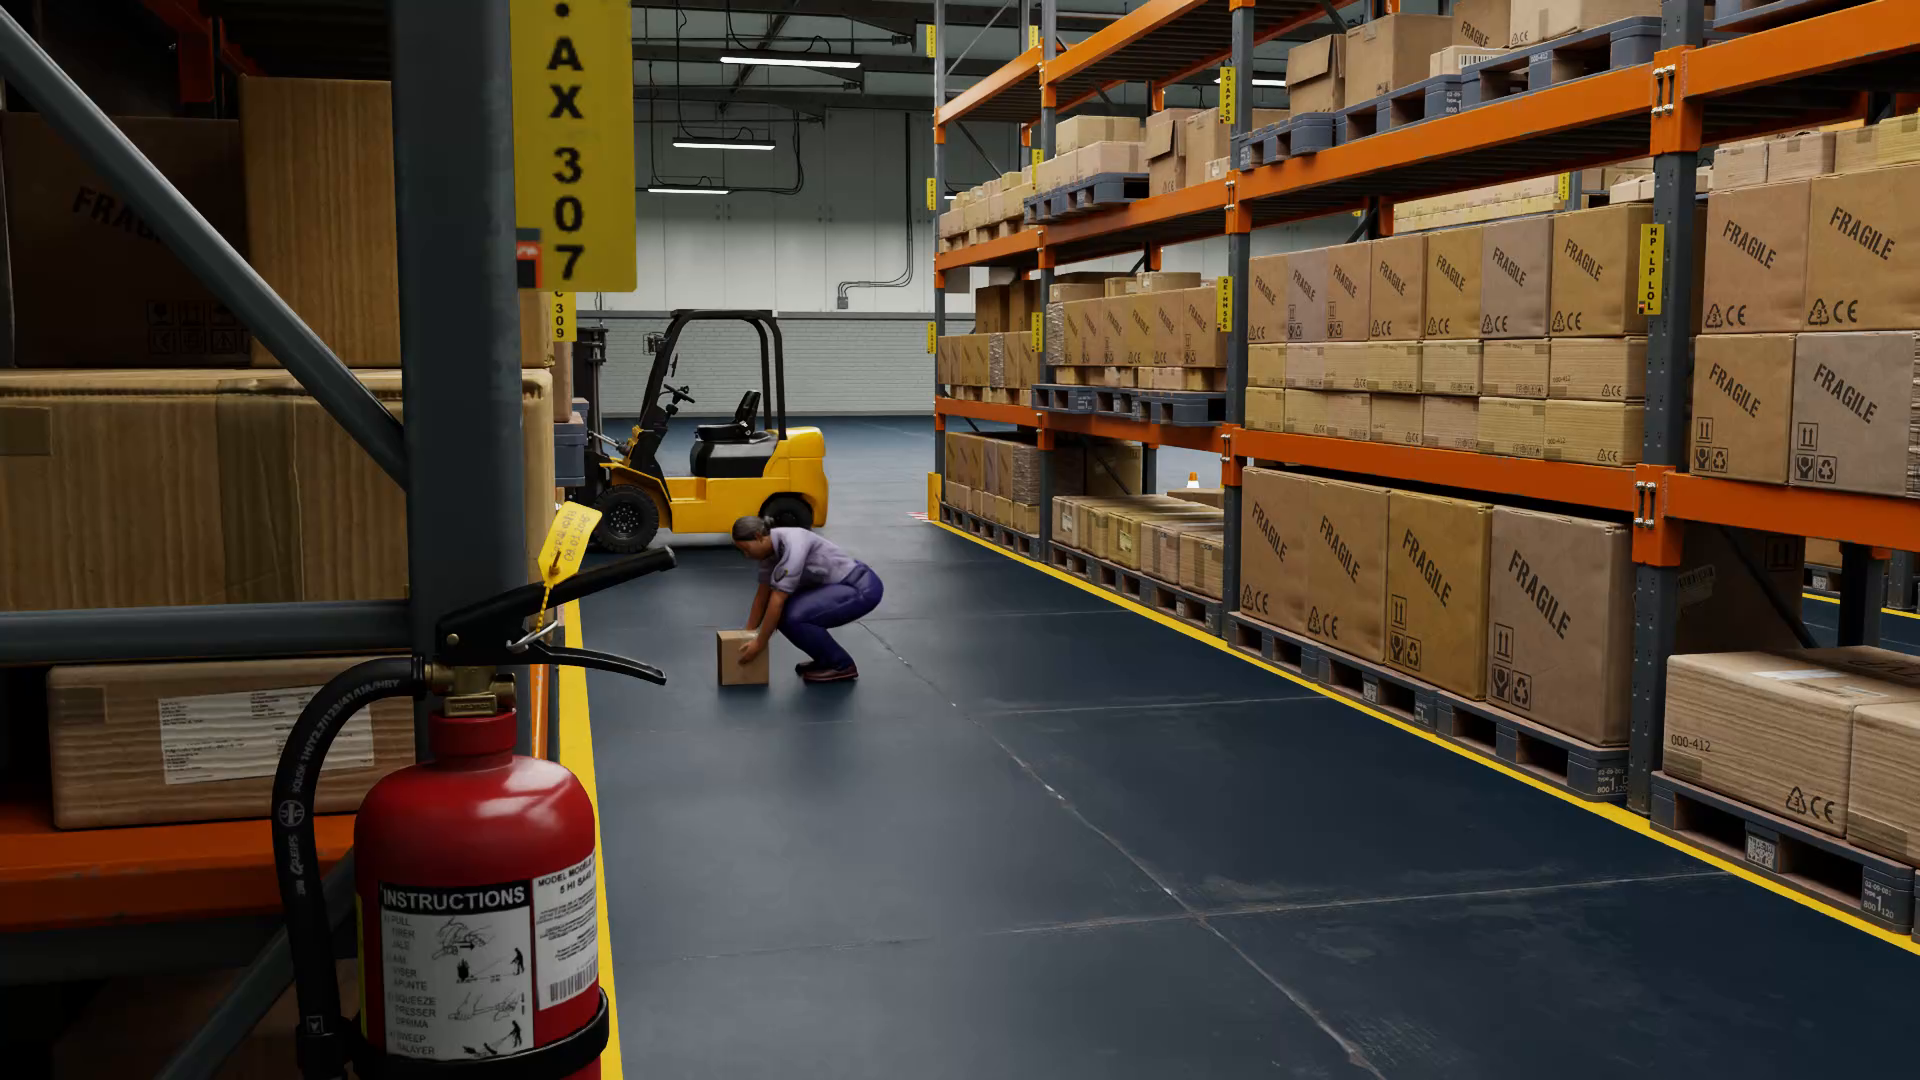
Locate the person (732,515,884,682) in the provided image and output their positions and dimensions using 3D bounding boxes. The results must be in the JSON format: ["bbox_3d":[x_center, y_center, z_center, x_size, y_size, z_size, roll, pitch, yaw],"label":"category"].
[{"bbox_3d":[-0.826,0.303,8.962,0.822,0.899,0.526,-2,6,-14],"label":"person"}]
